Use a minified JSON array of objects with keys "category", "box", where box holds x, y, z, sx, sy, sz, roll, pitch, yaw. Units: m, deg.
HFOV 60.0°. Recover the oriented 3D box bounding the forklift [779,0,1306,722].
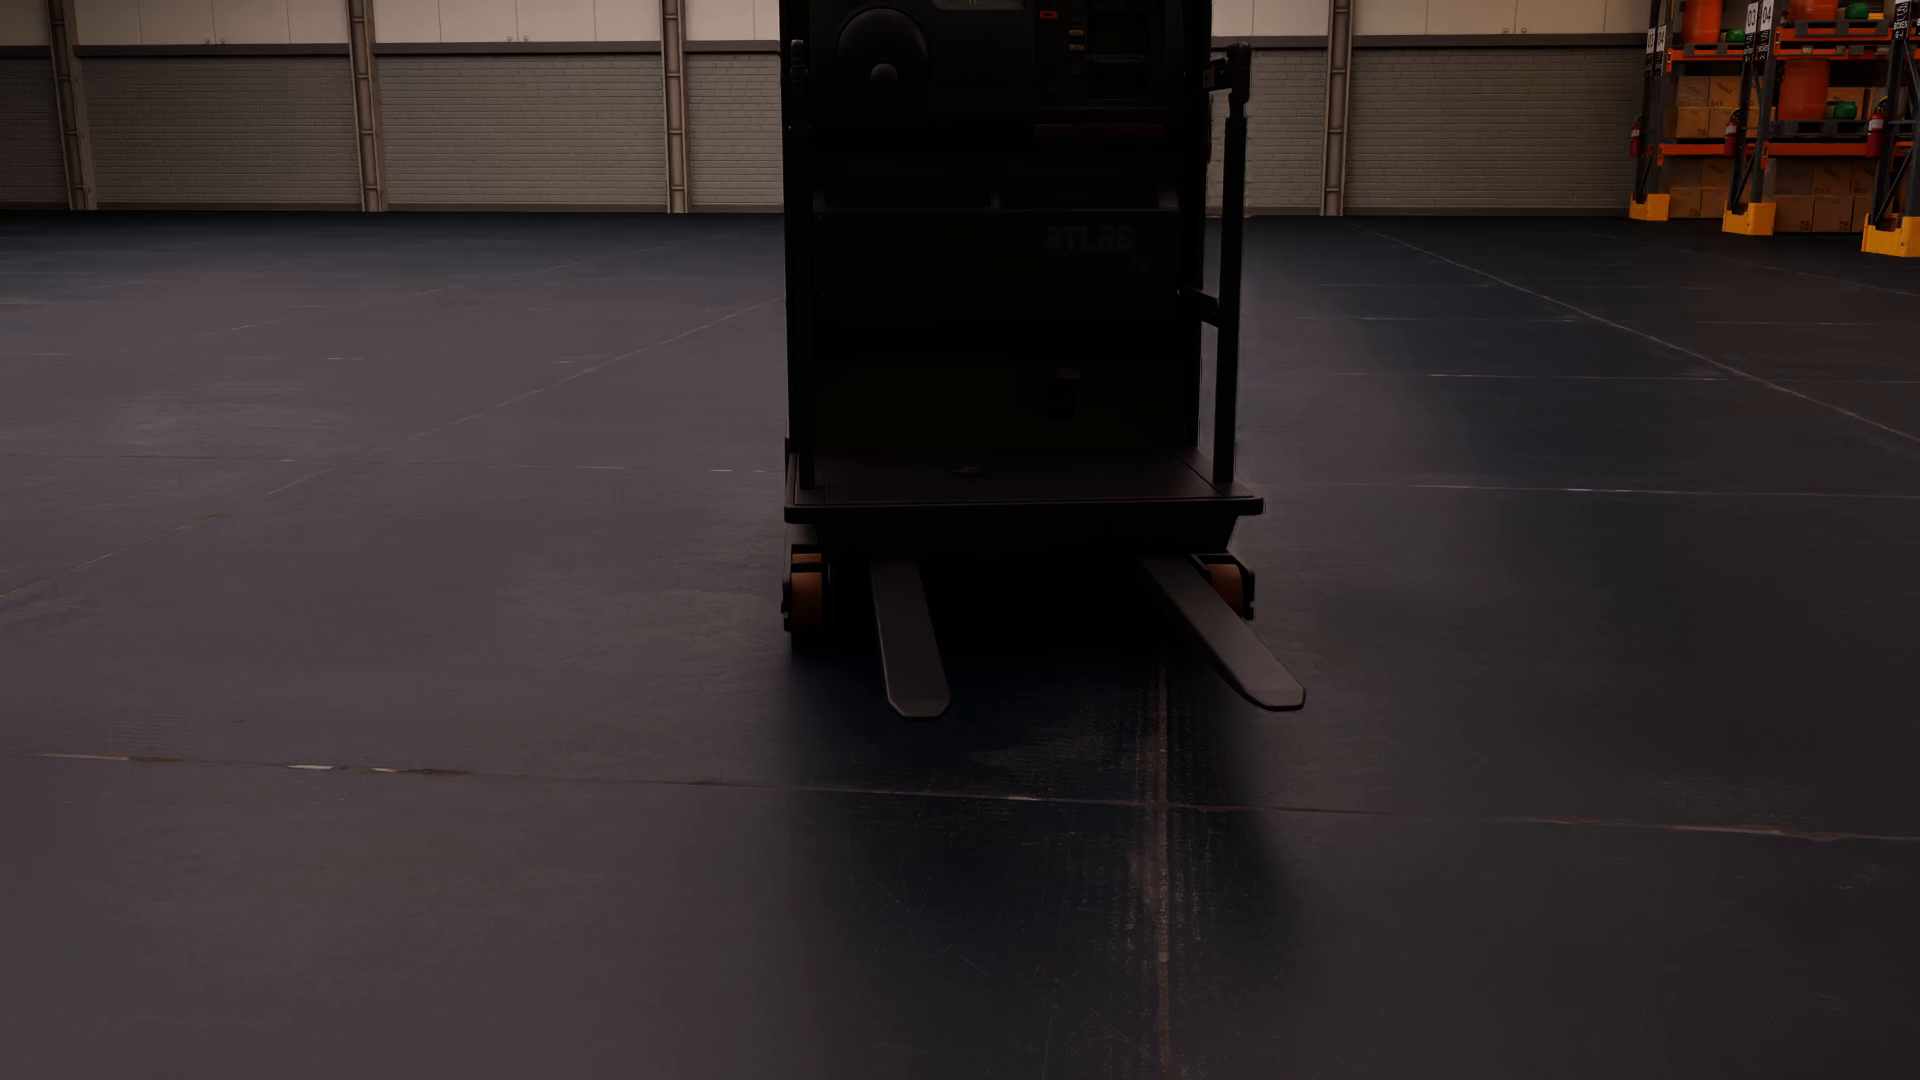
[{"category":"forklift","box":[0.112,-1.269,3.936,1.130,2.935,3.031,-1,13,-5]}]
